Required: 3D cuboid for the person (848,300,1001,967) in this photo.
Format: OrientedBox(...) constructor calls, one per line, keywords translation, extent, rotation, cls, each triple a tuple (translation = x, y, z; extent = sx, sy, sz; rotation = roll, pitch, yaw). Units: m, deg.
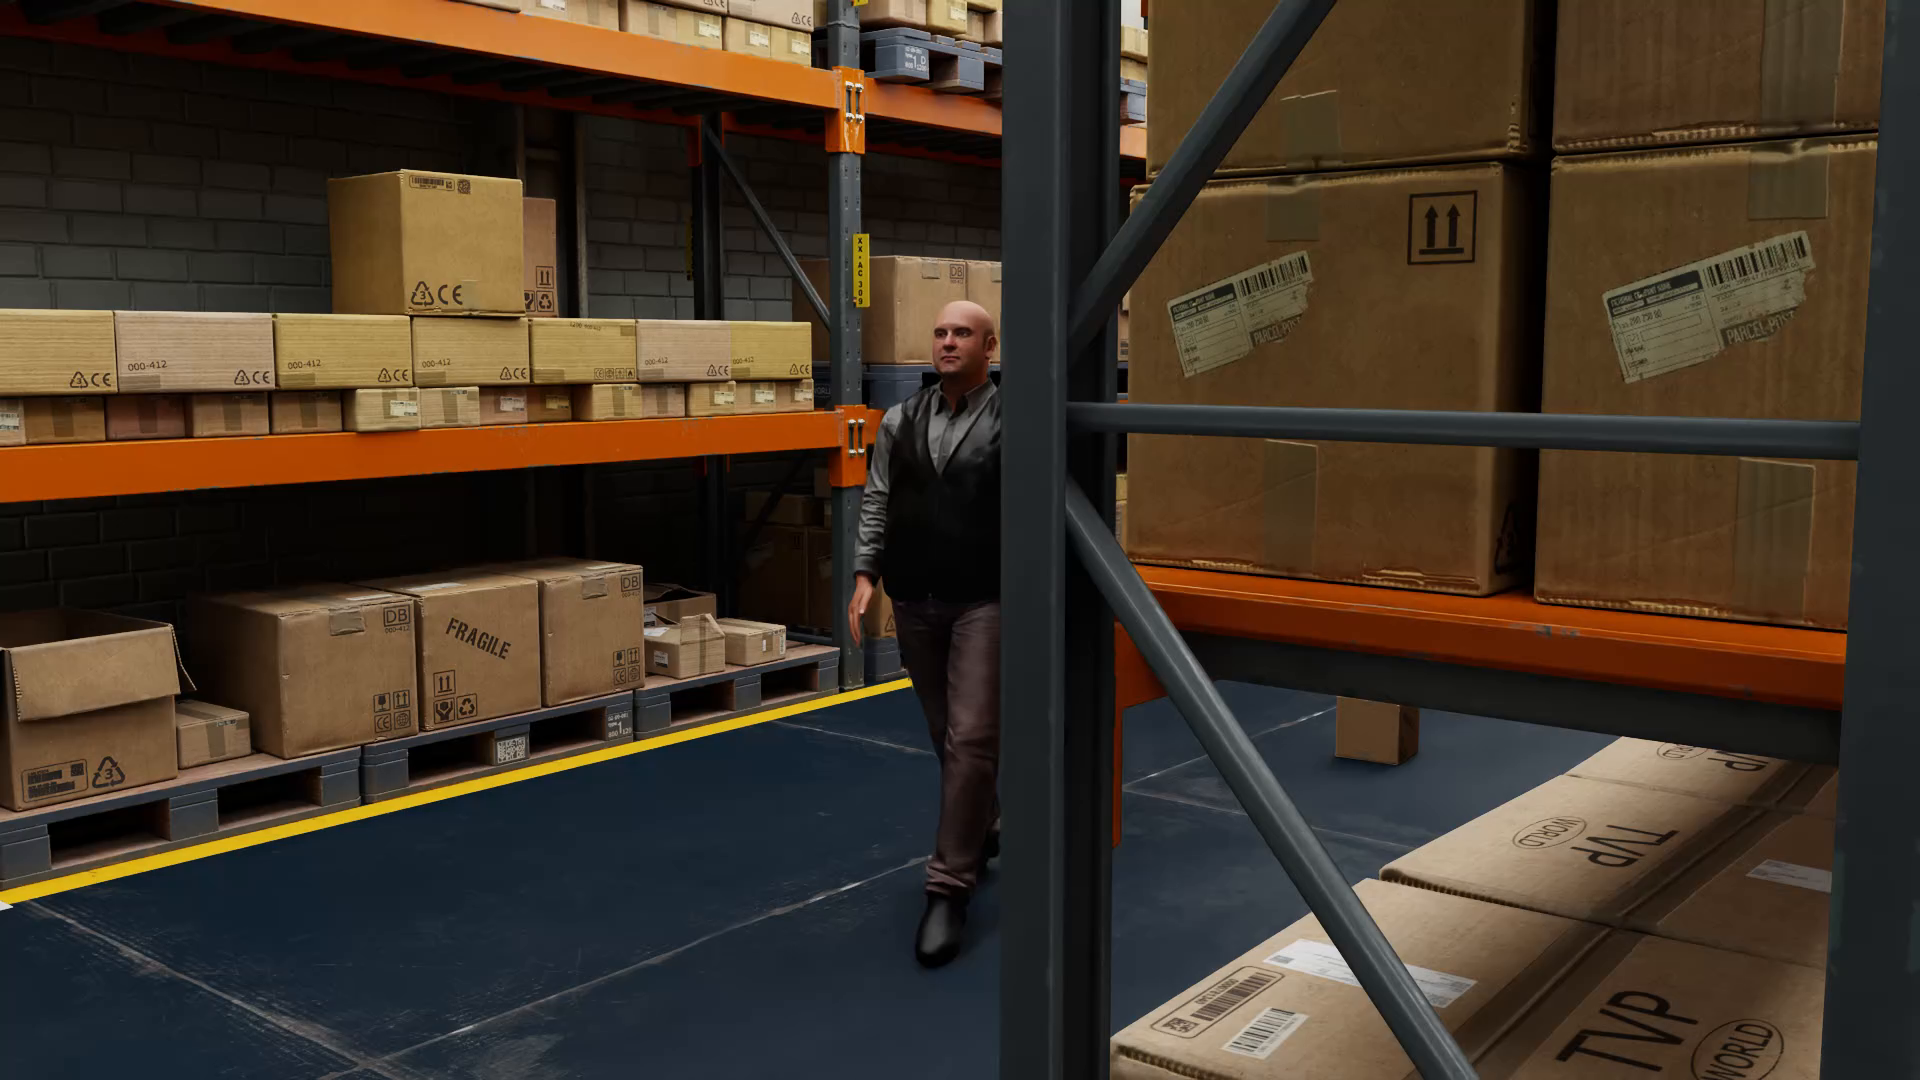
OrientedBox(translation=(-0.051, 0.192, 4.641), extent=(0.550, 1.710, 0.887), rotation=(3, 7, 25), cls="person")
